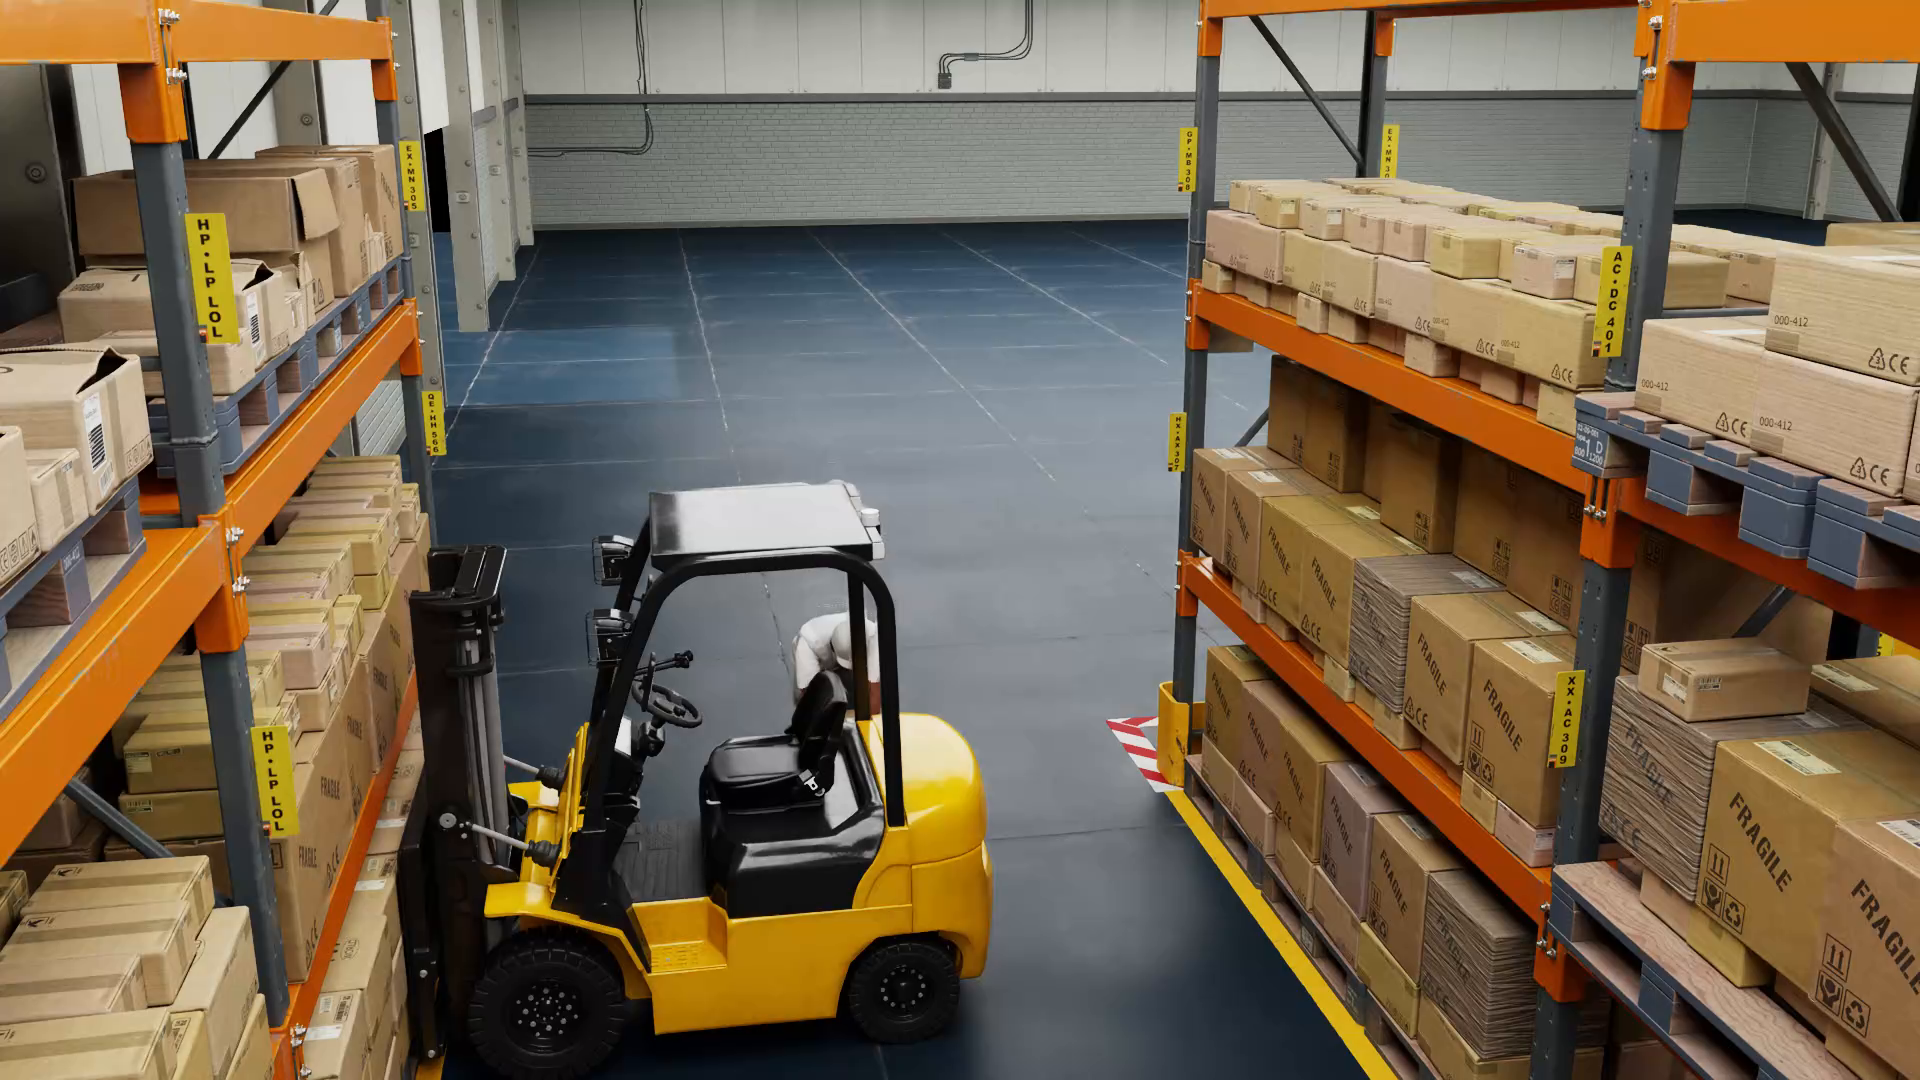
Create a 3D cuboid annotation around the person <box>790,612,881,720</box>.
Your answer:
[{"bbox_3d":[-0.728,0.794,9.958,0.560,0.892,0.901,-3,17,-10],"label":"person"}]
